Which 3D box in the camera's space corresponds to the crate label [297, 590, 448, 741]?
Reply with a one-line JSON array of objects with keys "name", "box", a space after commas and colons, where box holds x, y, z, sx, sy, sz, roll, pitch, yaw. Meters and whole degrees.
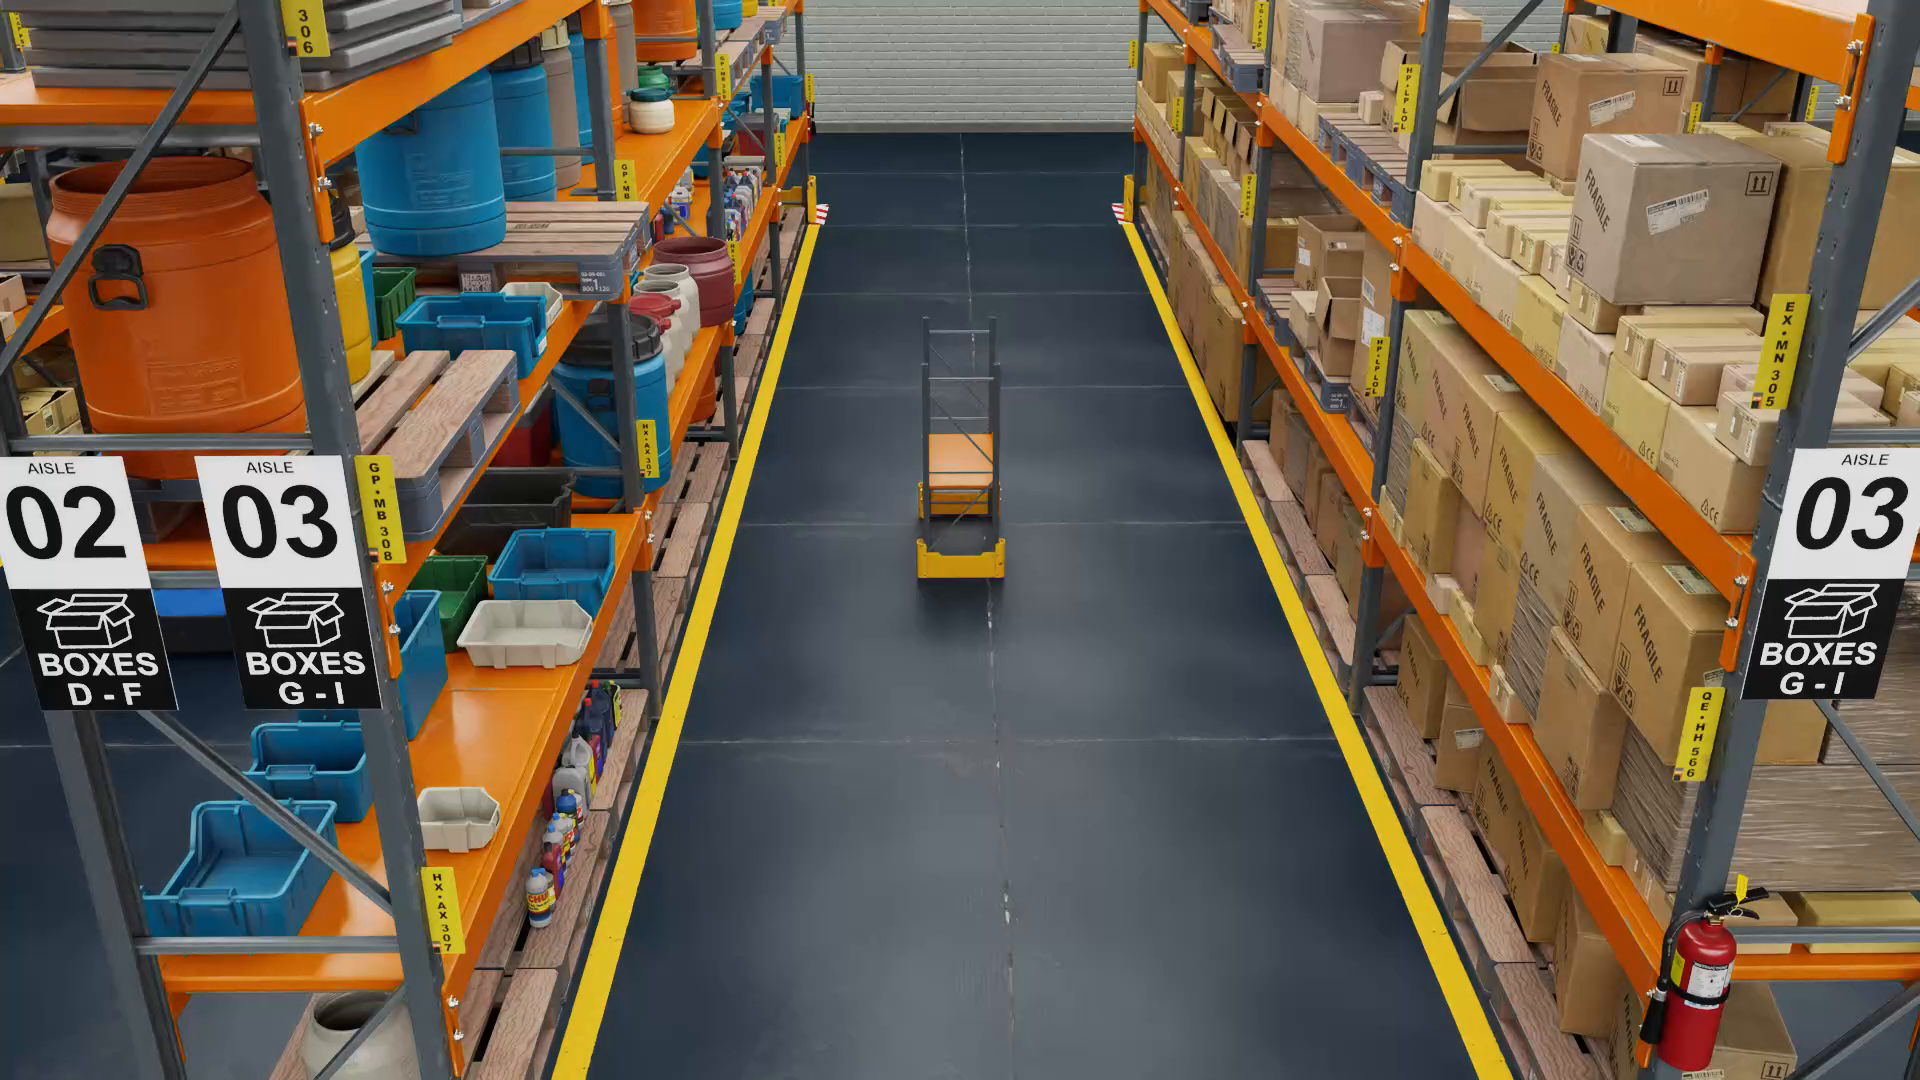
[{"name": "crate label", "box": [-2.458, 0.515, 6.929, 0.502, 0.435, 0.616, 0, 24, -1]}]

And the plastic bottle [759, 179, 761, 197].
[{"name": "plastic bottle", "box": [-1.942, -3.357, 15.775, 0.097, 0.201, 0.097, 0, 24, 0]}]

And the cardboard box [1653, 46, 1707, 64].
[{"name": "cardboard box", "box": [7.328, -4.702, 16.810, 0.500, 0.500, 0.500, -1, 24, -2]}]

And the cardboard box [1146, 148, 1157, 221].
[{"name": "cardboard box", "box": [2.697, -4.287, 19.658, 0.875, 0.875, 0.875, 0, 24, -1]}]

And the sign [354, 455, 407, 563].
[{"name": "sign", "box": [-1.618, -0.083, 4.643, 0.100, 0.325, 0.005, 0, 24, -1]}]

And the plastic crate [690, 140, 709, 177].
[{"name": "plastic crate", "box": [-2.645, -3.868, 16.608, 0.392, 0.384, 0.575, 0, 24, -1]}]

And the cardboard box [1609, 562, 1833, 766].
[{"name": "cardboard box", "box": [2.532, 0.404, 5.522, 0.500, 0.500, 0.500, 0, 24, -1]}]

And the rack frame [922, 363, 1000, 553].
[{"name": "rack frame", "box": [0.006, -0.439, 10.900, 0.500, 1.500, 0.032, 0, 24, -1]}]

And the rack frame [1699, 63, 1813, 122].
[{"name": "rack frame", "box": [7.615, -3.660, 16.201, 1.000, 3.000, 0.127, 0, 24, -1]}]

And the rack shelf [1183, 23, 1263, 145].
[{"name": "rack shelf", "box": [2.676, -3.894, 13.952, 1.077, 0.370, 4.000, 0, 24, -1]}]

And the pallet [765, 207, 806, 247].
[{"name": "pallet", "box": [-2.372, -3.694, 19.662, 1.003, 0.211, 1.213, 0, 24, -1]}]

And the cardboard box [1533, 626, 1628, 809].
[{"name": "cardboard box", "box": [2.681, 0.653, 6.185, 0.875, 0.500, 0.500, 0, 24, -1]}]

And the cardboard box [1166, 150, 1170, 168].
[{"name": "cardboard box", "box": [2.318, -3.900, 17.039, 0.380, 0.149, 0.250, -1, 24, -1]}]

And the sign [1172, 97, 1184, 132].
[{"name": "sign", "box": [2.099, -4.106, 16.043, 0.100, 0.325, 0.005, 0, 24, -1]}]

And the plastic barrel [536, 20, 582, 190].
[{"name": "plastic barrel", "box": [-2.441, -2.433, 9.242, 0.600, 0.901, 0.600, 0, 24, 0]}]

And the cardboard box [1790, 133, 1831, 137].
[{"name": "cardboard box", "box": [7.819, -3.626, 15.200, 0.380, 0.149, 0.250, -1, 24, -2]}]

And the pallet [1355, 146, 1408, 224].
[{"name": "pallet", "box": [2.841, -1.918, 8.940, 1.213, 0.211, 1.003, 0, 24, -1]}]

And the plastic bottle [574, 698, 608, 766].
[{"name": "plastic bottle", "box": [-1.914, 0.990, 8.603, 0.144, 0.351, 0.185, -1, 24, -3]}]

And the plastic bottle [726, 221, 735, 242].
[{"name": "plastic bottle", "box": [-1.919, -2.518, 13.834, 0.097, 0.271, 0.097, 0, 24, 0]}]

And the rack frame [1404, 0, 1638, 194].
[{"name": "rack frame", "box": [2.741, -3.116, 7.719, 1.000, 3.000, 0.127, 0, 24, -1]}]

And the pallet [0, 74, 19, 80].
[{"name": "pallet", "box": [-7.111, -2.989, 11.308, 1.213, 0.211, 1.003, 1, 24, 2]}]

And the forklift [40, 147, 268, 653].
[{"name": "forklift", "box": [-4.913, -1.209, 10.866, 1.130, 2.935, 3.031, -1, 24, -3]}]

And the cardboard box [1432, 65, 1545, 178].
[{"name": "cardboard box", "box": [2.835, -2.182, 8.659, 0.797, 0.503, 0.637, -1, 24, -3]}]

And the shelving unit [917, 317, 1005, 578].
[{"name": "shelving unit", "box": [0.001, -0.652, 11.371, 0.587, 1.500, 1.083, 0, 24, -1]}]

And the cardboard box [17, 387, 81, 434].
[{"name": "cardboard box", "box": [-6.956, -0.967, 12.394, 0.500, 0.311, 0.500, 0, 24, 1]}]

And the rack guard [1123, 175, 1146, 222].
[{"name": "rack guard", "box": [2.610, -4.198, 20.426, 1.175, 0.500, 0.348, 0, 24, -1]}]

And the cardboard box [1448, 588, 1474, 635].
[{"name": "cardboard box", "box": [2.481, 0.337, 7.670, 0.380, 0.149, 0.250, 0, 24, -1]}]

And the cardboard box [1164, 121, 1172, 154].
[{"name": "cardboard box", "box": [2.379, -4.140, 17.085, 0.500, 0.250, 0.500, 0, 24, 1]}]

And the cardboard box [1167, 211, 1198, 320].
[{"name": "cardboard box", "box": [2.681, -2.638, 16.013, 1.225, 0.875, 0.875, 0, 24, 0]}]

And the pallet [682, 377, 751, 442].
[{"name": "pallet", "box": [-2.305, -1.063, 13.843, 1.003, 0.211, 1.213, 0, 24, -1]}]

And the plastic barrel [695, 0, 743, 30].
[{"name": "plastic barrel", "box": [-2.127, -4.740, 13.833, 0.600, 0.901, 0.708, 0, 24, -1]}]

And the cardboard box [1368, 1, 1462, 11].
[{"name": "cardboard box", "box": [2.969, -3.264, 10.959, 0.500, 0.500, 0.500, 0, 24, -1]}]

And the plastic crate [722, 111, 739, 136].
[{"name": "plastic crate", "box": [-2.654, -4.610, 18.434, 0.416, 0.233, 0.300, 0, 24, -1]}]

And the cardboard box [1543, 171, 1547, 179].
[{"name": "cardboard box", "box": [3.034, -1.730, 7.993, 0.380, 0.149, 0.250, 0, 24, 1]}]

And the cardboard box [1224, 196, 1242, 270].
[{"name": "cardboard box", "box": [2.445, -2.484, 13.481, 0.500, 0.500, 0.500, 0, 24, -1]}]

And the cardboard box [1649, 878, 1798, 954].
[{"name": "cardboard box", "box": [2.575, 1.264, 5.620, 0.380, 0.149, 0.250, 0, 24, -1]}]

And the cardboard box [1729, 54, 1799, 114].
[{"name": "cardboard box", "box": [7.854, -4.483, 16.327, 0.500, 0.500, 0.500, 0, 24, 1]}]

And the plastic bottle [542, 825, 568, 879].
[{"name": "plastic bottle", "box": [-1.880, 1.441, 7.701, 0.097, 0.271, 0.097, 0, 24, 0]}]

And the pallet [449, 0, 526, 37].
[{"name": "pallet", "box": [-2.158, -1.982, 5.926, 1.003, 0.211, 1.213, 0, 24, -1]}]

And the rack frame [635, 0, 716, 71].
[{"name": "rack frame", "box": [-2.255, -4.742, 11.314, 1.000, 3.000, 0.127, 0, 24, -1]}]

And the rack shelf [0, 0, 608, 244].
[{"name": "rack shelf", "box": [-2.190, -1.759, 6.078, 1.077, 0.370, 4.000, 0, 24, -1]}]

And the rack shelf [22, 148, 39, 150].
[{"name": "rack shelf", "box": [-7.186, -2.202, 10.213, 1.077, 0.370, 4.000, 0, 24, -1]}]

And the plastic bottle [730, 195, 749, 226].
[{"name": "plastic bottle", "box": [-1.958, -2.930, 14.738, 0.152, 0.276, 0.135, 0, 24, -1]}]

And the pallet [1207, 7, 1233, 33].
[{"name": "pallet", "box": [2.713, -4.581, 14.831, 0.805, 0.209, 1.217, -1, 24, -3]}]

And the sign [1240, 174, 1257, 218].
[{"name": "sign", "box": [2.143, -2.554, 12.353, 0.100, 0.325, 0.005, 0, 24, -1]}]

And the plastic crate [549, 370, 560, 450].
[{"name": "plastic crate", "box": [-2.534, -0.806, 9.911, 0.392, 0.384, 0.575, 0, 24, -1]}]

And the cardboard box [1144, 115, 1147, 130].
[{"name": "cardboard box", "box": [2.296, -4.746, 18.909, 0.380, 0.149, 0.250, -1, 24, -1]}]

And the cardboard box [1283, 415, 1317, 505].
[{"name": "cardboard box", "box": [2.744, -0.588, 11.909, 0.700, 0.500, 0.500, -2, 24, -5]}]

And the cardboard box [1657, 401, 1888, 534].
[{"name": "cardboard box", "box": [2.526, -0.230, 5.161, 0.500, 0.250, 0.500, 0, 24, 1]}]

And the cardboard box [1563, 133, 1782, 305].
[{"name": "cardboard box", "box": [2.515, -1.147, 5.918, 0.500, 0.500, 0.500, 0, 24, -1]}]

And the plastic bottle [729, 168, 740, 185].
[{"name": "plastic bottle", "box": [-2.106, -3.256, 15.369, 0.144, 0.351, 0.185, 0, 24, -1]}]

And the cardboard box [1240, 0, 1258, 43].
[{"name": "cardboard box", "box": [2.522, -4.241, 13.215, 0.500, 0.500, 0.500, 1, 24, 2]}]

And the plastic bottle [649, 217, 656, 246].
[{"name": "plastic bottle", "box": [-2.659, -2.687, 14.112, 0.144, 0.351, 0.185, 0, 24, -1]}]

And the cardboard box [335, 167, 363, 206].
[{"name": "cardboard box", "box": [-7.043, -4.123, 19.725, 0.500, 0.500, 0.500, 0, 24, -1]}]

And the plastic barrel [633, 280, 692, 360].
[{"name": "plastic barrel", "box": [-2.026, -1.463, 11.209, 0.421, 0.512, 0.421, 0, 24, 0]}]

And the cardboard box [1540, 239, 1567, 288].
[{"name": "cardboard box", "box": [2.526, -1.084, 6.565, 0.380, 0.149, 0.250, 0, 24, 1]}]

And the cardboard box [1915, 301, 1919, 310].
[{"name": "cardboard box", "box": [7.393, -1.871, 12.125, 0.500, 0.500, 0.500, 0, 24, 0]}]
